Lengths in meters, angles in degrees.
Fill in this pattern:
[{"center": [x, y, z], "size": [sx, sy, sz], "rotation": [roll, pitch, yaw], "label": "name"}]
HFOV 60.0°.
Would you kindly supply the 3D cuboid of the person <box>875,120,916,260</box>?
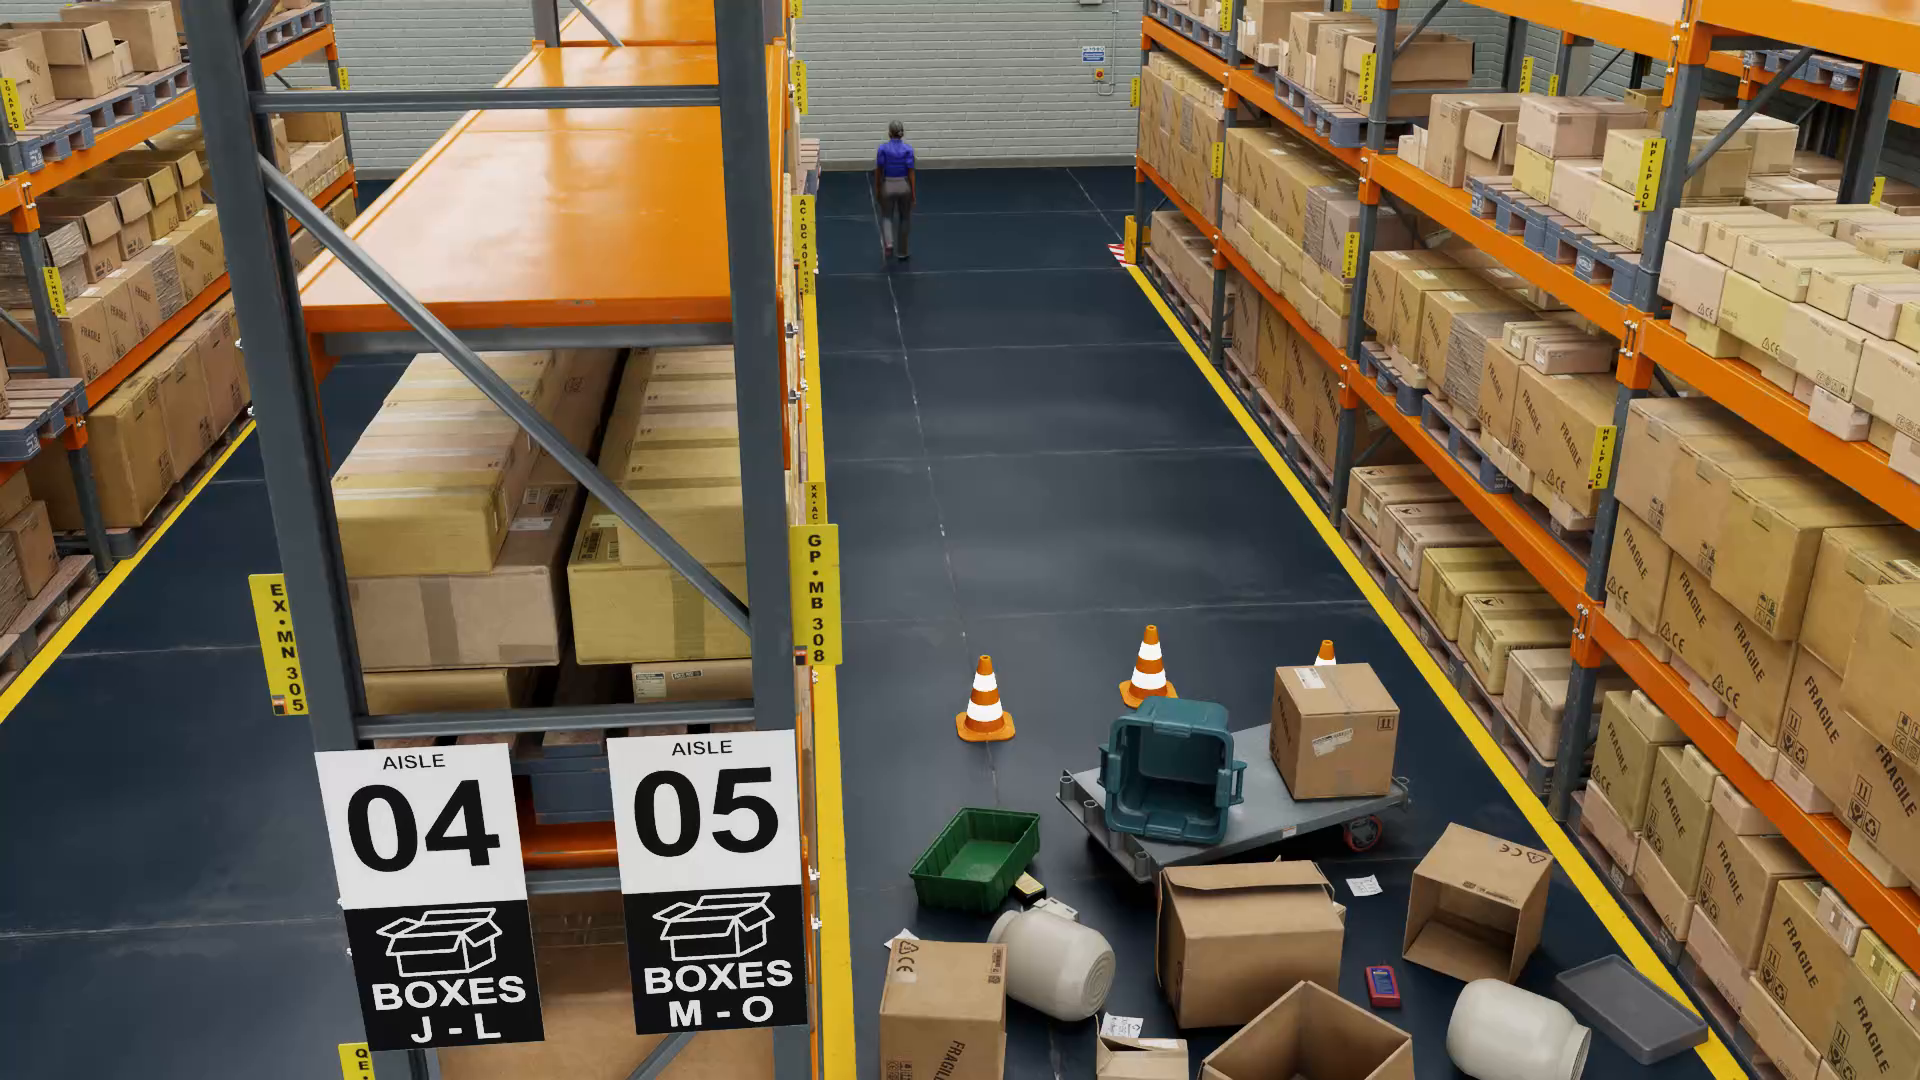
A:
[{"center": [-0.753, -4.093, 19.511], "size": [0.468, 1.644, 0.659], "rotation": [1, 24, 2], "label": "person"}]
